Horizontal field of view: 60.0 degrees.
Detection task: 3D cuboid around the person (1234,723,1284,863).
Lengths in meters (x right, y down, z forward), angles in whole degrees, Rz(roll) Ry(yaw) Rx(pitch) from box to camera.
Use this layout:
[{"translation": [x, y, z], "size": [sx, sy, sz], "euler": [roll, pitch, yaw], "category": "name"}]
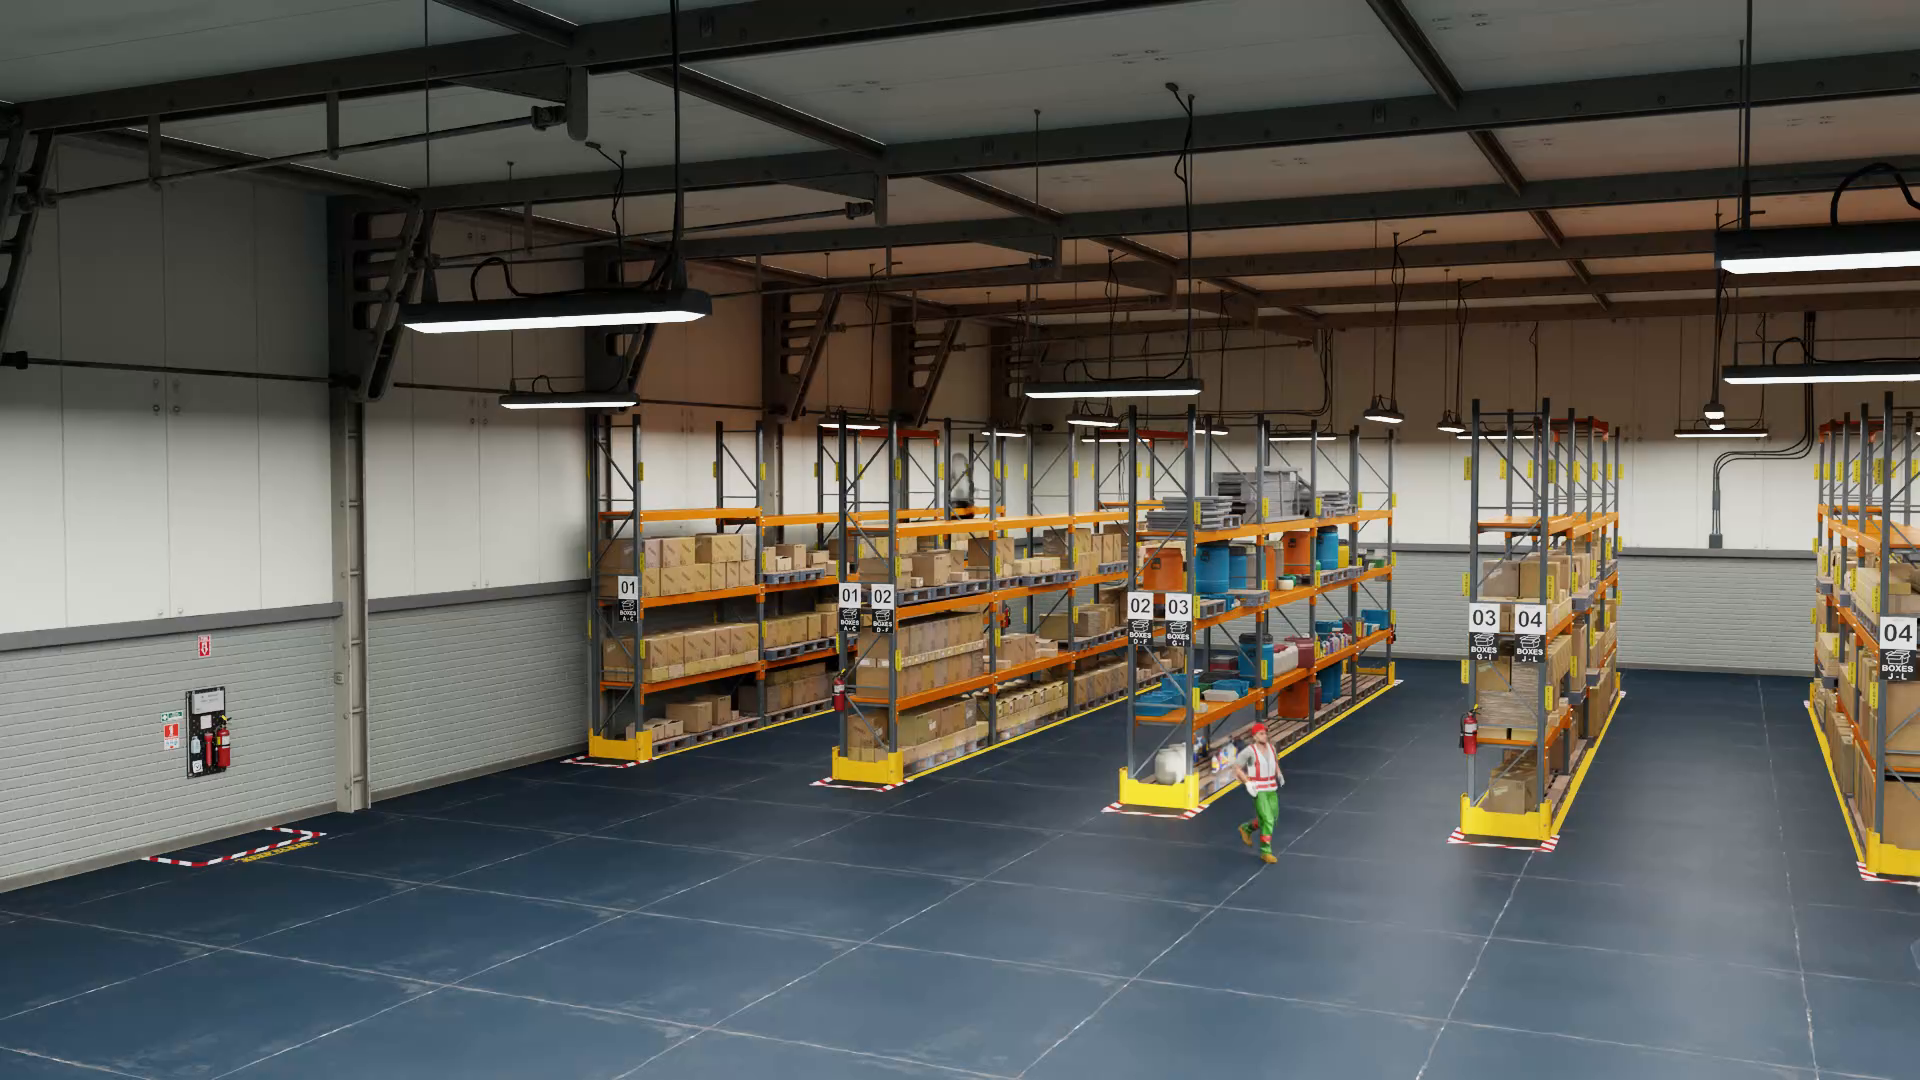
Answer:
[{"translation": [3.871, 3.244, 21.518], "size": [0.644, 1.768, 0.722], "euler": [-1, 3, -30], "category": "person"}]
